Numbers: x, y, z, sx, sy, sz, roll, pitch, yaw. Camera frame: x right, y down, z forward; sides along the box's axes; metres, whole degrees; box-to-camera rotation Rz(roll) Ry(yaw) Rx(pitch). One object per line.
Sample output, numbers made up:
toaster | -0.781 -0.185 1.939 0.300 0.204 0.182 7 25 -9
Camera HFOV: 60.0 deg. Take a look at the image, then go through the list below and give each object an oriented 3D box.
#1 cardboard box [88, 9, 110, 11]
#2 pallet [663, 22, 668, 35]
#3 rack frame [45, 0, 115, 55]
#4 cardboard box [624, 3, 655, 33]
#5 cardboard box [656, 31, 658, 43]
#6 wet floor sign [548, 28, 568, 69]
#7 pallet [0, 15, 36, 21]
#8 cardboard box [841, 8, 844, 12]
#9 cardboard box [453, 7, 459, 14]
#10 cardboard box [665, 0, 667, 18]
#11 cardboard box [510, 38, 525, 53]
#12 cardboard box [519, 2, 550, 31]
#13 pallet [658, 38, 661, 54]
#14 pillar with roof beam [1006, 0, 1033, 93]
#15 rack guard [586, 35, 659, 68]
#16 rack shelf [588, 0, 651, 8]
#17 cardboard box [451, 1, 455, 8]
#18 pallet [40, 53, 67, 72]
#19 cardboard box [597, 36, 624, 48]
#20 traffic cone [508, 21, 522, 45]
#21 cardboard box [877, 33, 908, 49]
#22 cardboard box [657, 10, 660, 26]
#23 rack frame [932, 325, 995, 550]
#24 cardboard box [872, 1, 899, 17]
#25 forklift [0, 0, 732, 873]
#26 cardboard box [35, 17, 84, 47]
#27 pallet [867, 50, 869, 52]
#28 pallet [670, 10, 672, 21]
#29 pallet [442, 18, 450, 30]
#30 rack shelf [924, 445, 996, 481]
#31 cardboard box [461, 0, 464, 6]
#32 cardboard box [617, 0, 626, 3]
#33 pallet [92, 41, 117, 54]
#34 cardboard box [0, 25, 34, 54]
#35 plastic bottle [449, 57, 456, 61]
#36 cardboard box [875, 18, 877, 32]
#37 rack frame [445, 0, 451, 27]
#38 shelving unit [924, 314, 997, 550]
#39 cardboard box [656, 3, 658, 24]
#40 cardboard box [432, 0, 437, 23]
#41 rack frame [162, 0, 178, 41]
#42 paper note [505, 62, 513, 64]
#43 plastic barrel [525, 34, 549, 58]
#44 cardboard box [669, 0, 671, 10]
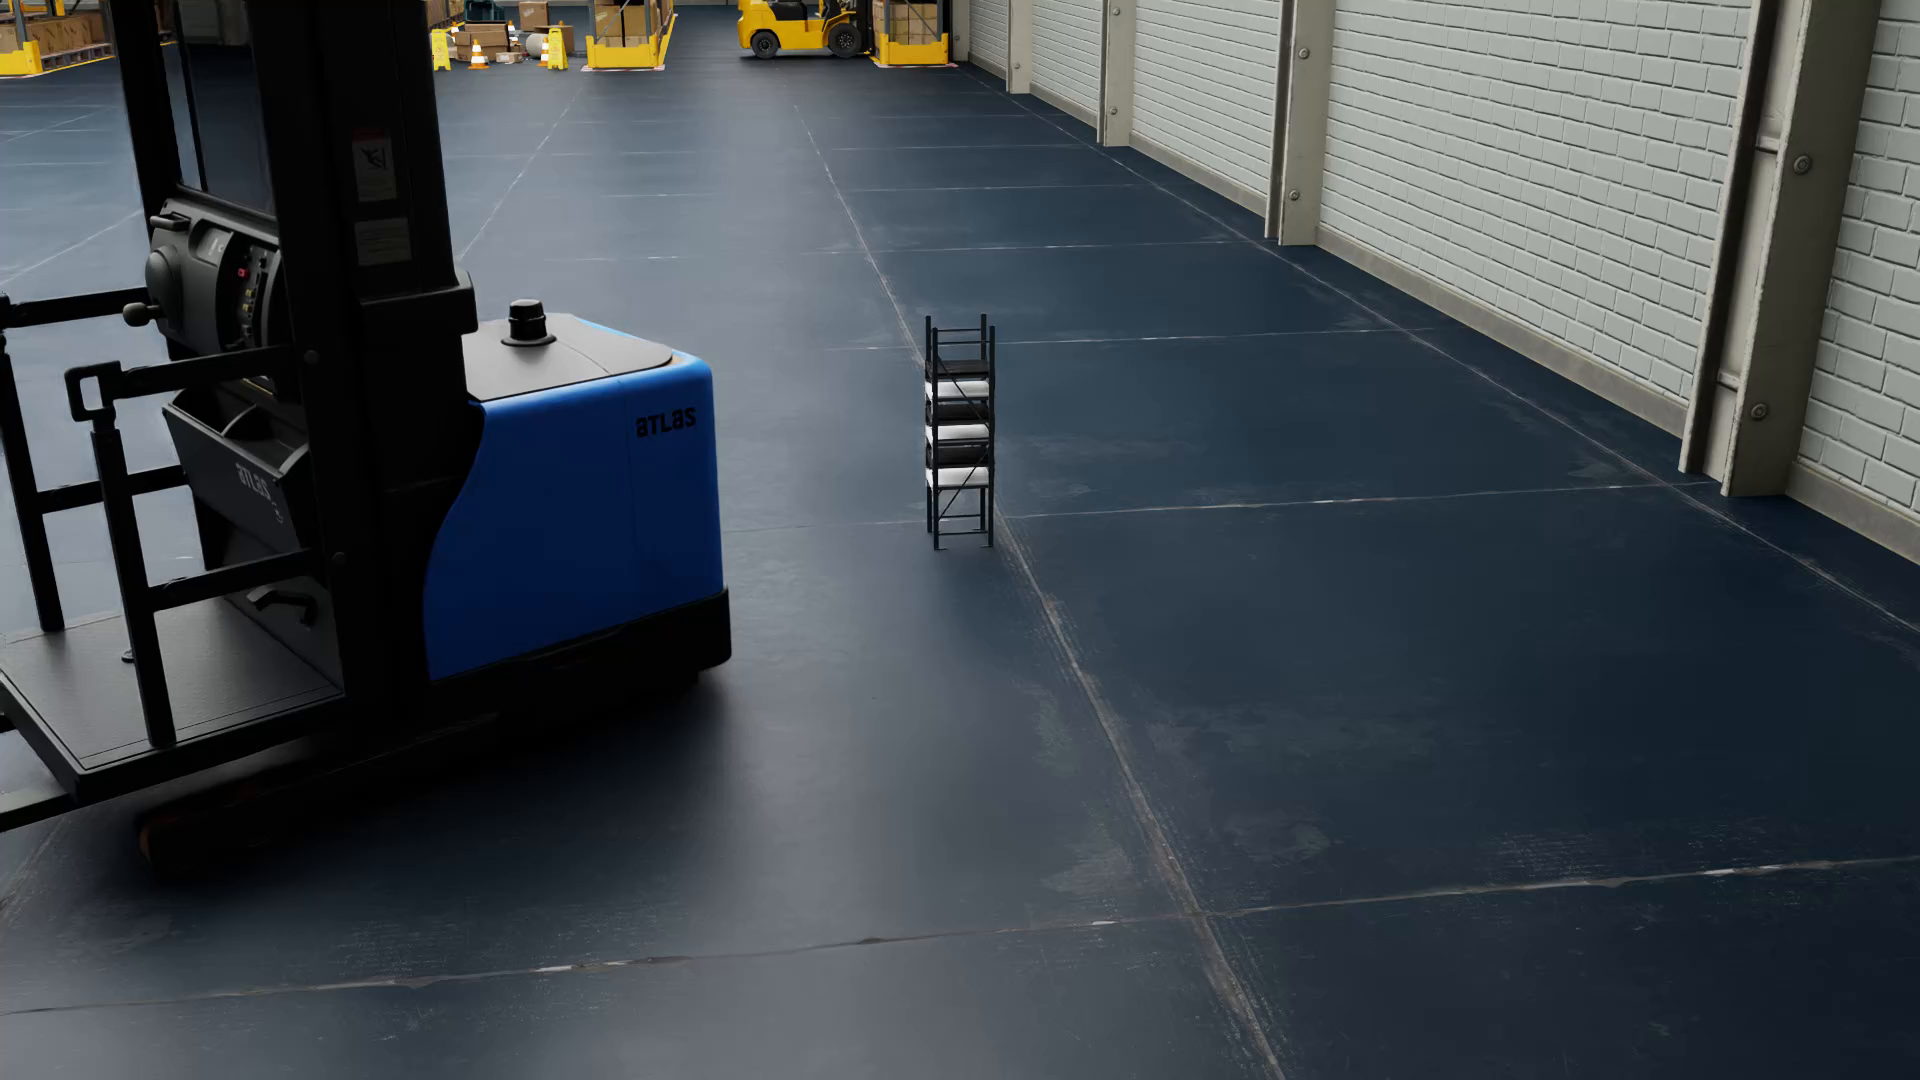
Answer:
cardboard box | -16.292 -9.933 31.967 0.700 0.500 0.500 -5 21 -12
pallet | -6.903 -11.179 36.346 1.003 0.211 1.213 -3 21 -8
rack frame | -16.094 -10.324 30.071 1.000 3.000 0.127 -3 21 -8
cardboard box | -5.637 -9.181 29.269 0.500 0.500 0.500 -4 21 -10
cardboard box | -5.711 -9.006 29.872 0.500 0.250 0.500 -2 21 -4
wet floor sign | -6.742 -8.216 27.792 0.267 0.644 0.232 4 21 11
pallet | -22.472 -12.214 39.116 1.003 0.211 1.213 -3 21 -8
cardboard box | -2.460 -12.156 37.947 0.500 0.500 0.500 -4 21 -10
cardboard box | -12.286 -12.760 40.067 0.380 0.149 0.250 -3 21 -9
cardboard box | -7.134 -12.272 37.723 0.875 0.875 0.875 -2 21 -6
cardboard box | -8.294 -9.153 30.843 0.396 0.266 0.258 17 27 39
cardboard box | -8.045 -9.907 31.446 0.500 0.500 0.500 -3 21 -8
pallet | -6.156 -9.287 31.279 1.003 0.211 1.213 -3 21 -8
pillar with roof beam | -3.403 -10.493 21.949 9.100 9.000 0.400 -3 21 -8
rack guard | -5.722 -8.294 28.209 1.175 0.500 0.348 -3 21 -8
rack shelf | -5.999 -9.794 29.681 1.077 0.370 4.000 -3 21 -8
cardboard box | -12.309 -12.807 39.768 0.380 0.149 0.250 -2 21 -5
pallet | -15.611 -7.942 27.679 1.003 0.211 1.213 -3 21 -8
cardboard box | -6.097 -8.622 28.844 0.500 0.250 0.500 -3 21 -8
traffic cone | -8.883 -10.044 32.947 0.336 0.463 0.334 -3 21 -8
cardboard box | -1.180 -8.746 29.175 0.500 0.250 0.500 -3 21 -7
cardboard box | -6.678 -10.723 34.295 0.950 0.372 0.625 -3 21 -9
rack frame | 0.014 -0.389 6.472 0.240 0.900 0.006 -3 21 -8
cardboard box | -1.337 -9.562 29.931 0.500 0.250 0.500 -3 21 -7
forklift | -2.189 -0.704 4.413 3.031 2.935 1.130 -17 27 -39
cardboard box | -15.986 -9.011 29.529 0.500 0.500 0.500 4 21 9
pallet | -1.303 -9.492 31.828 1.003 0.211 1.213 -3 21 -8
pallet | -7.652 -12.978 41.162 1.003 0.211 1.213 -3 21 -8
pallet | -12.211 -11.733 37.830 1.003 0.211 1.213 -3 21 -8
rack shelf | -0.001 -0.309 6.609 0.258 0.077 0.200 -3 21 -8
cardboard box | -12.379 -13.168 40.734 0.380 0.149 0.250 -3 21 -7
cardboard box | -6.308 -9.502 30.127 0.500 0.500 0.500 -2 21 -5
pallet | -16.208 -9.287 31.280 1.003 0.211 1.213 -3 21 -8
cardboard box | -15.591 -8.182 27.308 0.500 0.500 0.500 1 20 2
plastic bottle | -9.017 -8.507 29.405 0.133 0.061 0.283 -11 23 -26
cardboard box | -1.241 -9.160 29.570 0.500 0.250 0.500 -3 21 -8
rack frame | -12.325 -13.309 38.063 1.000 3.000 0.127 -3 21 -8
shelving unit | -0.001 -0.424 6.566 0.258 0.900 0.210 -3 21 -8
cardboard box | -5.937 -9.893 31.173 0.500 0.500 0.500 -3 21 -9
cardboard box | -11.752 -11.559 36.350 0.500 0.500 0.500 -3 21 -9
rack frame | -16.671 -11.709 33.779 1.000 3.000 0.127 -3 21 -8
paper note | -7.817 -8.275 28.828 0.148 0.019 0.142 -11 23 -26
plastic barrel | -7.507 -8.871 29.862 0.512 0.421 0.421 12 24 30
cardboard box | -7.683 -13.435 41.463 0.875 0.438 0.875 -2 21 -6
